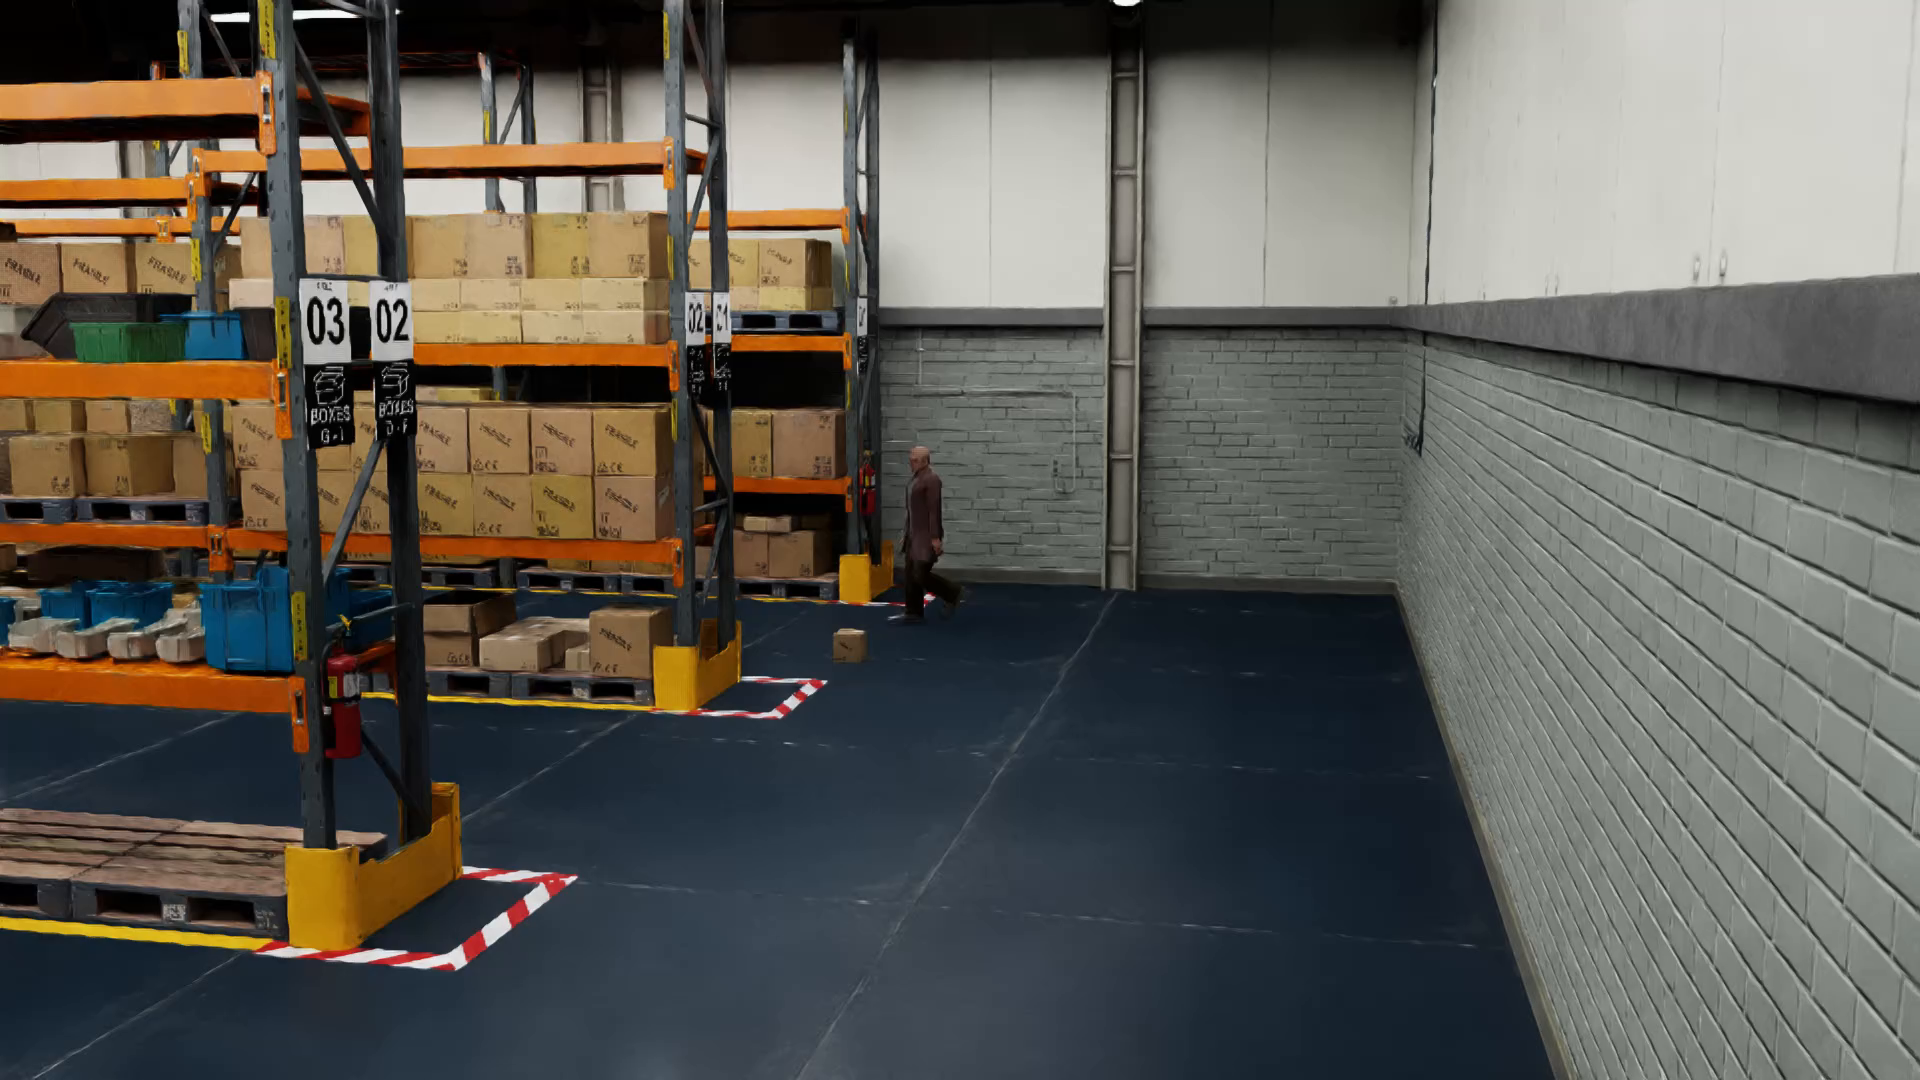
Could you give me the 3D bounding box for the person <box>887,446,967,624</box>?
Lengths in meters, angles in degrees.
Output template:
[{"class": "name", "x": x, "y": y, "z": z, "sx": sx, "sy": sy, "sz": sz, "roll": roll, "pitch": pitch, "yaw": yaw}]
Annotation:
[{"class": "person", "x": -0.285, "y": -0.042, "z": 16.133, "sx": 0.657, "sy": 1.763, "sz": 0.692, "roll": -5, "pitch": 9, "yaw": -32}]
